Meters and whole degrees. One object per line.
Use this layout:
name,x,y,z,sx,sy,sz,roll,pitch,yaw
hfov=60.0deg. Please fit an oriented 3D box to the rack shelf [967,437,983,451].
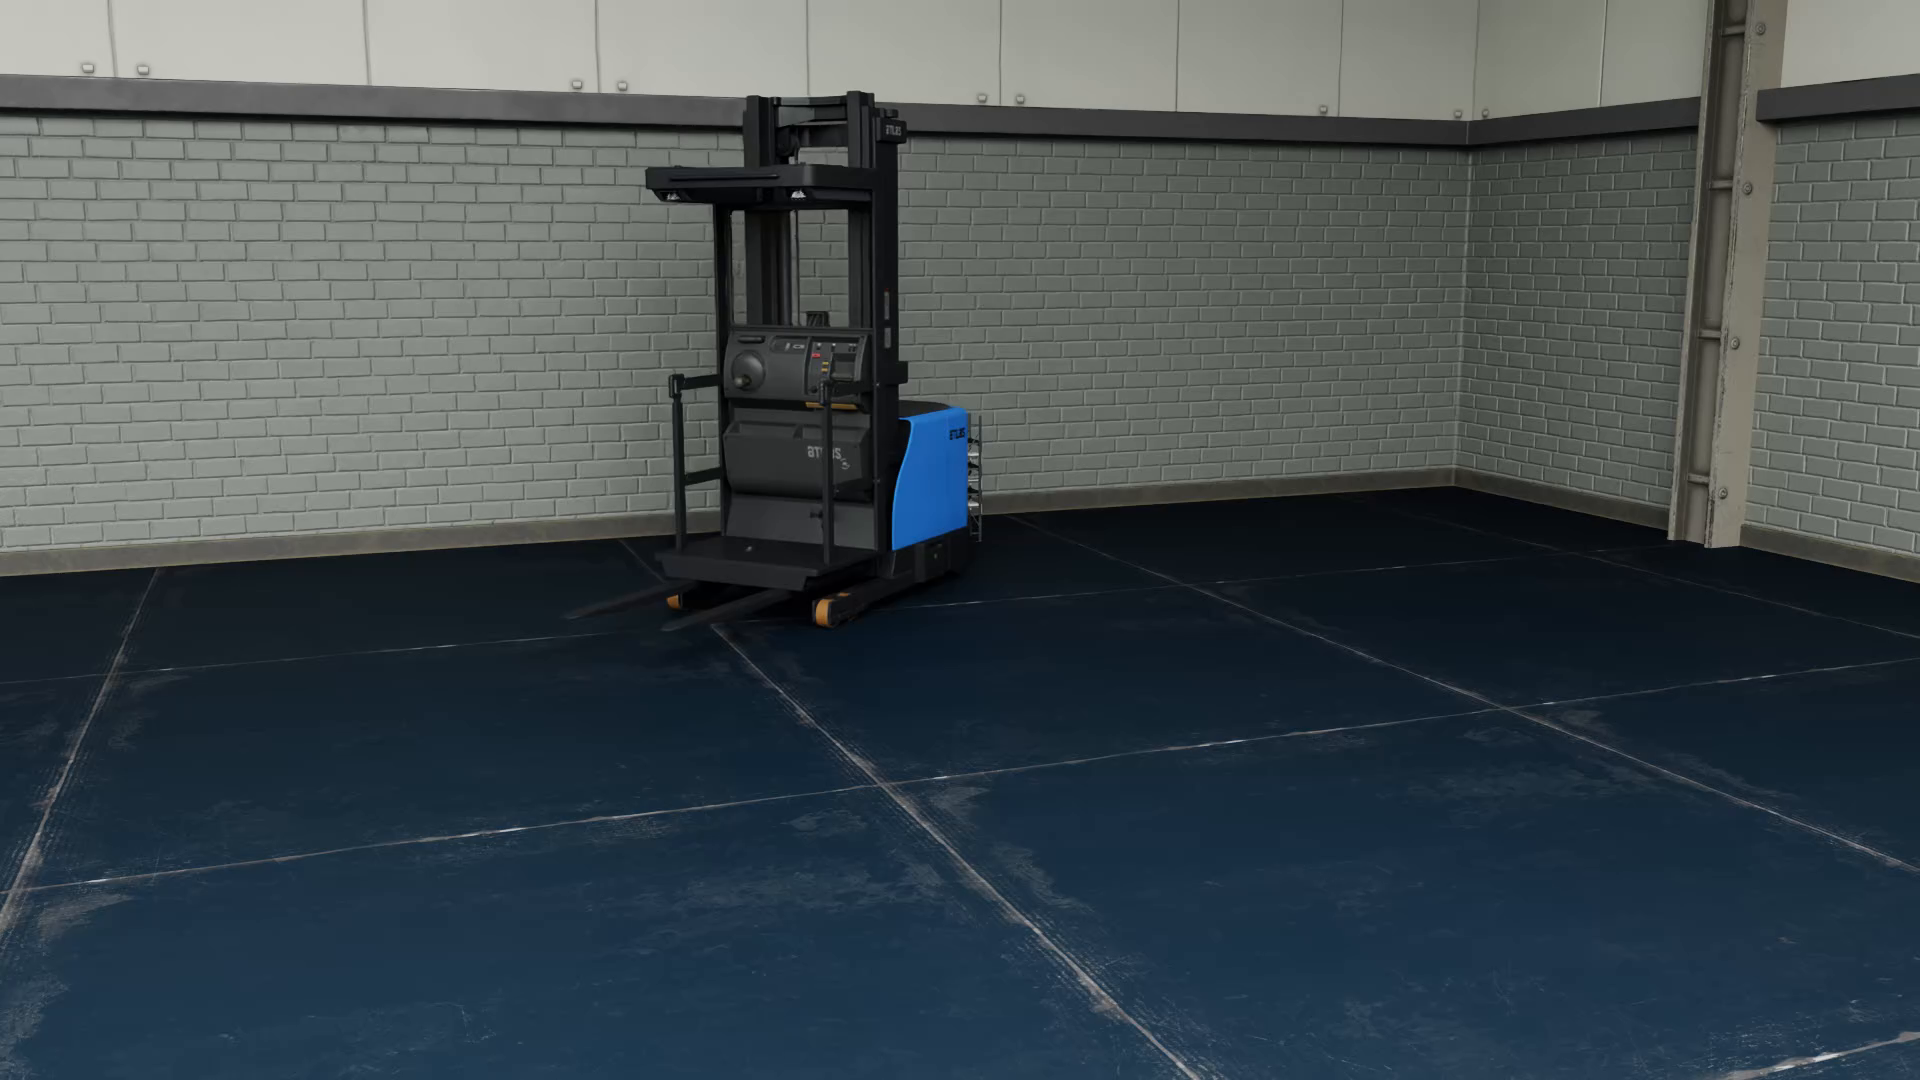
rack shelf,0.003,-0.675,11.792,0.258,0.077,0.200,-4,11,-21

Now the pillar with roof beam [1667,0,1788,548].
pillar with roof beam,1.287,-4.142,9.512,9.100,9.000,0.400,-4,11,-21

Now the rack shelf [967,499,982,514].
rack shelf,0.003,-0.232,11.871,0.258,0.077,0.200,-4,11,-21

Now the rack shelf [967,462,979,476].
rack shelf,0.003,-0.498,11.824,0.258,0.077,0.200,-4,11,-21

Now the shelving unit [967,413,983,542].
shelving unit,0.003,-0.442,11.834,0.258,0.900,0.210,-4,11,-21

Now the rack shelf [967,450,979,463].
rack shelf,0.003,-0.586,11.808,0.258,0.077,0.200,-4,11,-21

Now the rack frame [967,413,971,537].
rack frame,-0.034,-0.458,11.927,0.240,0.900,0.006,-4,11,-21

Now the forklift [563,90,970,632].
forklift,-1.047,-1.044,9.417,1.130,2.935,3.031,5,11,26

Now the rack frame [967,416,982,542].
rack frame,0.040,-0.425,11.741,0.240,0.900,0.006,-4,11,-21

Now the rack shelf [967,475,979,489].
rack shelf,0.003,-0.409,11.840,0.258,0.077,0.200,-4,11,-21

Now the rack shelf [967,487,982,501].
rack shelf,0.003,-0.320,11.855,0.258,0.077,0.200,-4,11,-21
